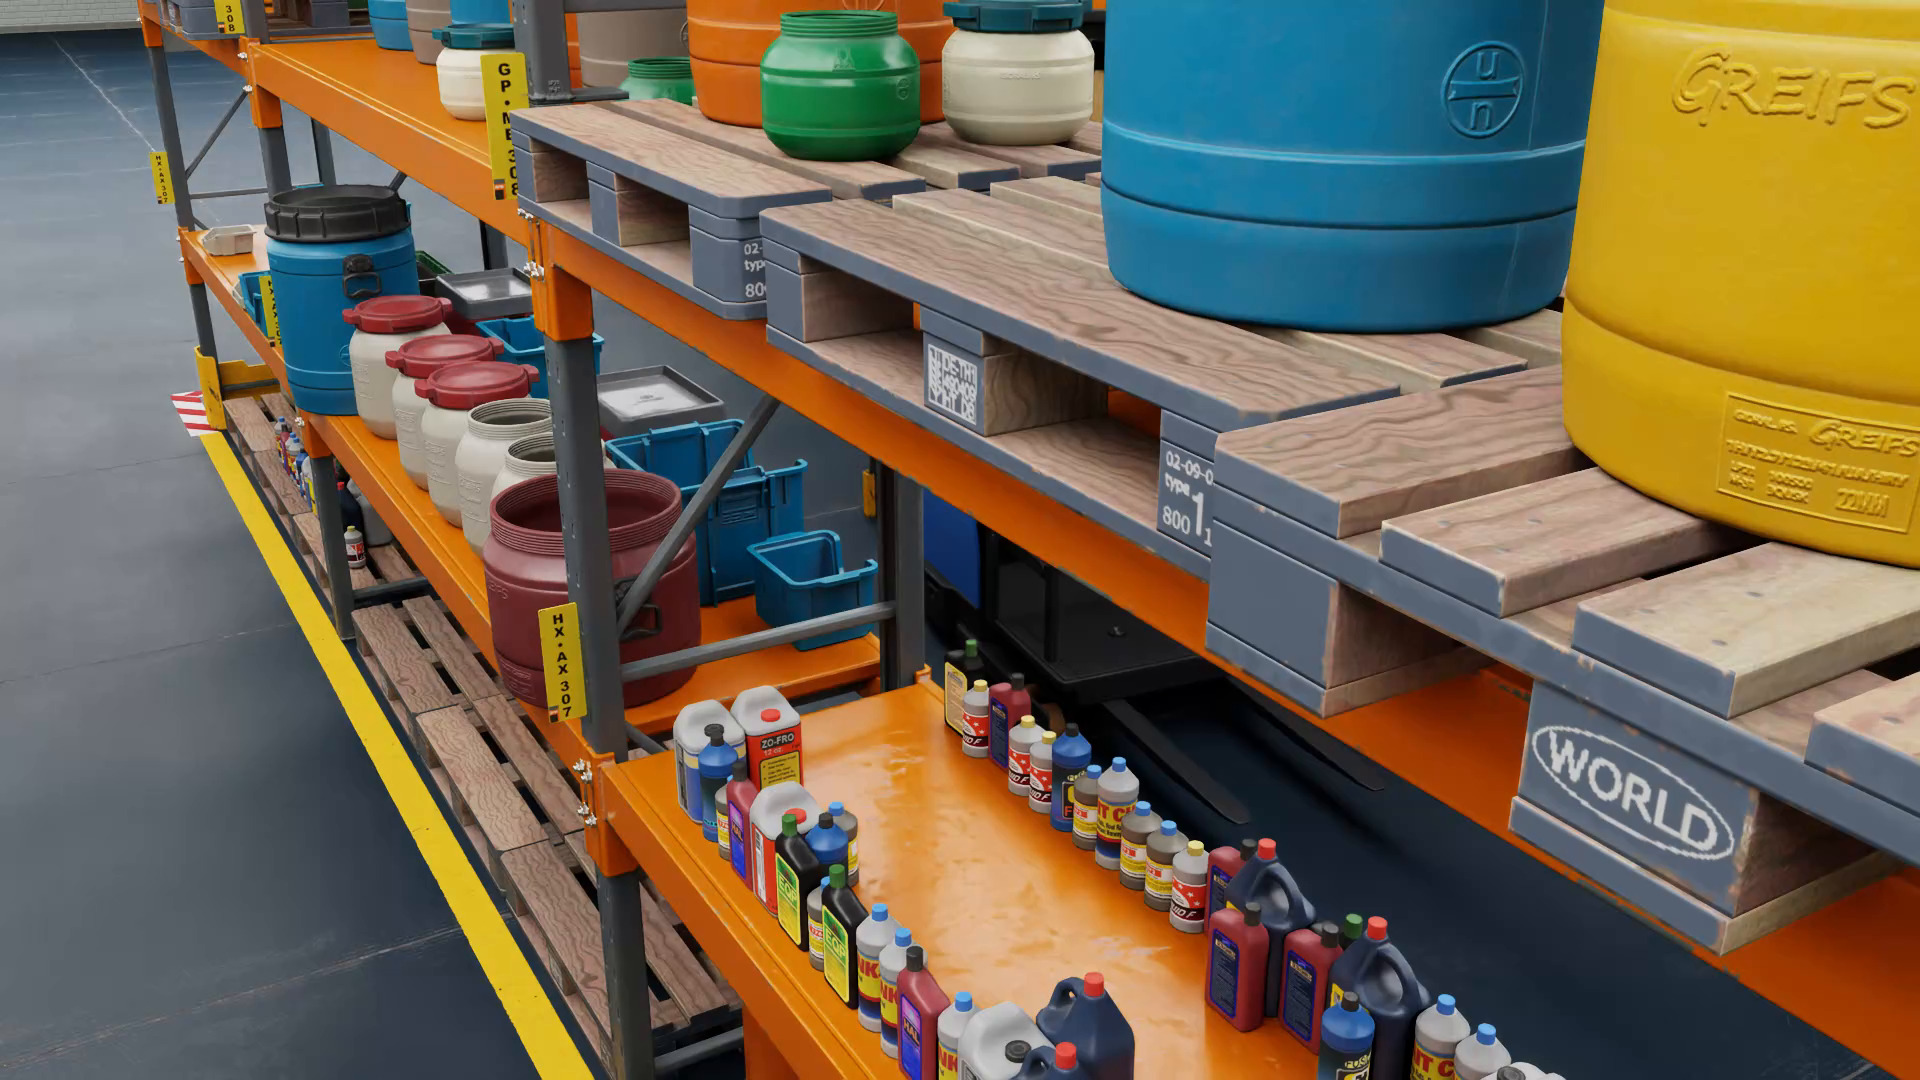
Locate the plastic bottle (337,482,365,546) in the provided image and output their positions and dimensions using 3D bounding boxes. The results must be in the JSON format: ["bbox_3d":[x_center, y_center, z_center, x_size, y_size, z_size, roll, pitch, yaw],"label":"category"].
[{"bbox_3d":[-3.182,-0.136,8.596,0.144,0.351,0.185,-13,26,-30],"label":"plastic bottle"}]

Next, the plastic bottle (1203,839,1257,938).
[{"bbox_3d":[0.595,0.762,3.609,0.061,0.283,0.133,-13,25,-28],"label":"plastic bottle"}]

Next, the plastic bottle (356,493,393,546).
[{"bbox_3d":[-3.058,-0.164,8.664,0.144,0.351,0.185,-13,25,-28],"label":"plastic bottle"}]

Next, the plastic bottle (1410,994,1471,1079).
[{"bbox_3d":[0.895,0.971,3.110,0.097,0.271,0.097,0,22,0],"label":"plastic bottle"}]

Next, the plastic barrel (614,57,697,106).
[{"bbox_3d":[-0.732,-1.099,4.254,0.294,0.245,0.294,0,22,0],"label":"plastic barrel"}]

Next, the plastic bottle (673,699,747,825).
[{"bbox_3d":[-0.619,0.548,4.143,0.152,0.276,0.135,-13,25,-28],"label":"plastic bottle"}]

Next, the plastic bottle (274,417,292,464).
[{"bbox_3d":[-3.990,-0.594,9.828,0.097,0.271,0.097,0,22,0],"label":"plastic bottle"}]

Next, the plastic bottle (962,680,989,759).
[{"bbox_3d":[0.054,0.471,4.434,0.097,0.201,0.097,0,22,0],"label":"plastic bottle"}]

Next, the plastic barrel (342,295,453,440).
[{"bbox_3d":[-2.305,-0.717,6.912,0.433,0.535,0.433,0,22,0],"label":"plastic barrel"}]

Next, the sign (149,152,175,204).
[{"bbox_3d":[-5.124,-2.325,10.680,0.100,0.325,0.005,-13,25,-28],"label":"sign"}]

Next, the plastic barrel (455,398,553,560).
[{"bbox_3d":[-1.486,-0.191,5.650,0.421,0.512,0.421,0,22,0],"label":"plastic barrel"}]

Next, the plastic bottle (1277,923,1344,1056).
[{"bbox_3d":[0.705,0.876,3.327,0.061,0.283,0.133,-13,25,-28],"label":"plastic bottle"}]

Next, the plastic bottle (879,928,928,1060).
[{"bbox_3d":[-0.111,0.893,3.303,0.097,0.271,0.097,0,22,0],"label":"plastic bottle"}]

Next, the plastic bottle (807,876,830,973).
[{"bbox_3d":[-0.279,0.819,3.577,0.097,0.201,0.097,0,22,0],"label":"plastic bottle"}]

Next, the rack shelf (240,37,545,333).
[{"bbox_3d":[-1.584,-1.415,5.781,1.077,0.370,4.000,-13,25,-28],"label":"rack shelf"}]

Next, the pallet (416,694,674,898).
[{"bbox_3d":[-1.544,0.928,6.748,1.003,0.211,1.213,-13,25,-28],"label":"pallet"}]

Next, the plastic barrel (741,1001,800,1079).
[{"bbox_3d":[-0.298,1.255,4.566,0.600,0.830,0.708,-13,25,-28],"label":"plastic barrel"}]

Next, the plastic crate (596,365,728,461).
[{"bbox_3d":[-1.125,-0.323,6.037,0.402,0.464,0.583,-13,25,-28],"label":"plastic crate"}]

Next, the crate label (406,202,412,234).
[{"bbox_3d":[-3.476,-1.774,9.644,0.502,0.435,0.616,-13,25,-28],"label":"crate label"}]

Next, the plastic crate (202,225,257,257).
[{"bbox_3d":[-4.468,-1.827,10.173,0.298,0.136,0.250,-13,25,-28],"label":"plastic crate"}]

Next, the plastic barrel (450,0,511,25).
[{"bbox_3d":[-1.491,-2.082,5.800,0.600,0.901,0.708,-13,25,-28],"label":"plastic barrel"}]

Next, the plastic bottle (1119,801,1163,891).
[{"bbox_3d":[0.421,0.703,3.863,0.097,0.201,0.097,0,22,0],"label":"plastic bottle"}]

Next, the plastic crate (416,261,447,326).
[{"bbox_3d":[-2.764,-1.171,8.292,0.767,0.338,0.504,-13,25,-28],"label":"plastic crate"}]

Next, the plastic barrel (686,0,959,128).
[{"bbox_3d":[-0.275,-1.310,3.439,0.600,0.830,0.708,-13,25,-28],"label":"plastic barrel"}]

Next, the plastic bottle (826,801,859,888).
[{"bbox_3d":[-0.285,0.703,3.863,0.097,0.201,0.097,0,22,0],"label":"plastic bottle"}]

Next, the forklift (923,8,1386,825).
[{"bbox_3d":[0.733,-0.675,7.079,1.130,2.935,3.031,-9,24,-22],"label":"forklift"}]

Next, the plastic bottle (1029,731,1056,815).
[{"bbox_3d":[0.222,0.577,4.173,0.097,0.201,0.097,0,22,0],"label":"plastic bottle"}]

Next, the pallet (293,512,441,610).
[{"bbox_3d":[-2.913,0.060,8.883,1.003,0.211,1.213,-13,25,-28],"label":"pallet"}]

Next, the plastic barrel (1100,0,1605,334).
[{"bbox_3d":[0.478,-0.756,1.980,0.600,0.901,0.708,-13,25,-28],"label":"plastic barrel"}]

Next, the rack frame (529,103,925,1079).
[{"bbox_3d":[-0.562,0.289,4.617,1.000,3.000,0.127,-13,25,-28],"label":"rack frame"}]

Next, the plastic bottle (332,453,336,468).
[{"bbox_3d":[-3.434,-0.345,9.201,0.061,0.283,0.133,-13,25,-28],"label":"plastic bottle"}]

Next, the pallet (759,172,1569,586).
[{"bbox_3d":[0.415,-0.320,2.382,1.003,0.211,1.213,-13,25,-28],"label":"pallet"}]

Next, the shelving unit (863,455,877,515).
[{"bbox_3d":[-0.050,-0.739,9.138,0.587,1.500,1.083,-12,25,-27],"label":"shelving unit"}]

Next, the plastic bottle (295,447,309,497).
[{"bbox_3d":[-3.661,-0.385,9.314,0.097,0.271,0.097,0,22,0],"label":"plastic bottle"}]

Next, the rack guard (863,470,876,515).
[{"bbox_3d":[-0.293,-0.324,9.776,0.587,0.250,0.087,-12,25,-27],"label":"rack guard"}]

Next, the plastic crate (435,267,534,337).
[{"bbox_3d":[-2.095,-0.938,7.550,0.402,0.464,0.583,-13,25,-28],"label":"plastic crate"}]

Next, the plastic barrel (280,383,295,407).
[{"bbox_3d":[-4.247,-1.145,10.890,0.421,0.512,0.421,0,22,0],"label":"plastic barrel"}]

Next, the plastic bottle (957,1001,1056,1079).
[{"bbox_3d":[0.089,0.997,3.039,0.152,0.276,0.135,-13,25,-28],"label":"plastic bottle"}]

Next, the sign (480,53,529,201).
[{"bbox_3d":[-1.032,-0.944,3.806,0.100,0.325,0.005,-13,25,-28],"label":"sign"}]

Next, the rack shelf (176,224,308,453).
[{"bbox_3d":[-3.627,-1.320,9.531,1.077,0.370,4.000,-13,25,-28],"label":"rack shelf"}]

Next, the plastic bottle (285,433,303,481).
[{"bbox_3d":[-3.815,-0.483,9.555,0.097,0.271,0.097,0,22,0],"label":"plastic bottle"}]

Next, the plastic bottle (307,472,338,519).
[{"bbox_3d":[-3.445,-0.302,9.006,0.144,0.351,0.185,-13,25,-29],"label":"plastic bottle"}]

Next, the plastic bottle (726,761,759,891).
[{"bbox_3d":[-0.490,0.660,3.859,0.061,0.283,0.133,-13,25,-28],"label":"plastic bottle"}]

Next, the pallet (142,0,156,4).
[{"bbox_3d":[-4.310,-3.316,9.754,1.003,0.211,1.213,-13,25,-28],"label":"pallet"}]

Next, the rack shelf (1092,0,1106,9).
[{"bbox_3d":[0.633,-3.661,11.308,1.077,0.370,4.000,-13,25,-28],"label":"rack shelf"}]
